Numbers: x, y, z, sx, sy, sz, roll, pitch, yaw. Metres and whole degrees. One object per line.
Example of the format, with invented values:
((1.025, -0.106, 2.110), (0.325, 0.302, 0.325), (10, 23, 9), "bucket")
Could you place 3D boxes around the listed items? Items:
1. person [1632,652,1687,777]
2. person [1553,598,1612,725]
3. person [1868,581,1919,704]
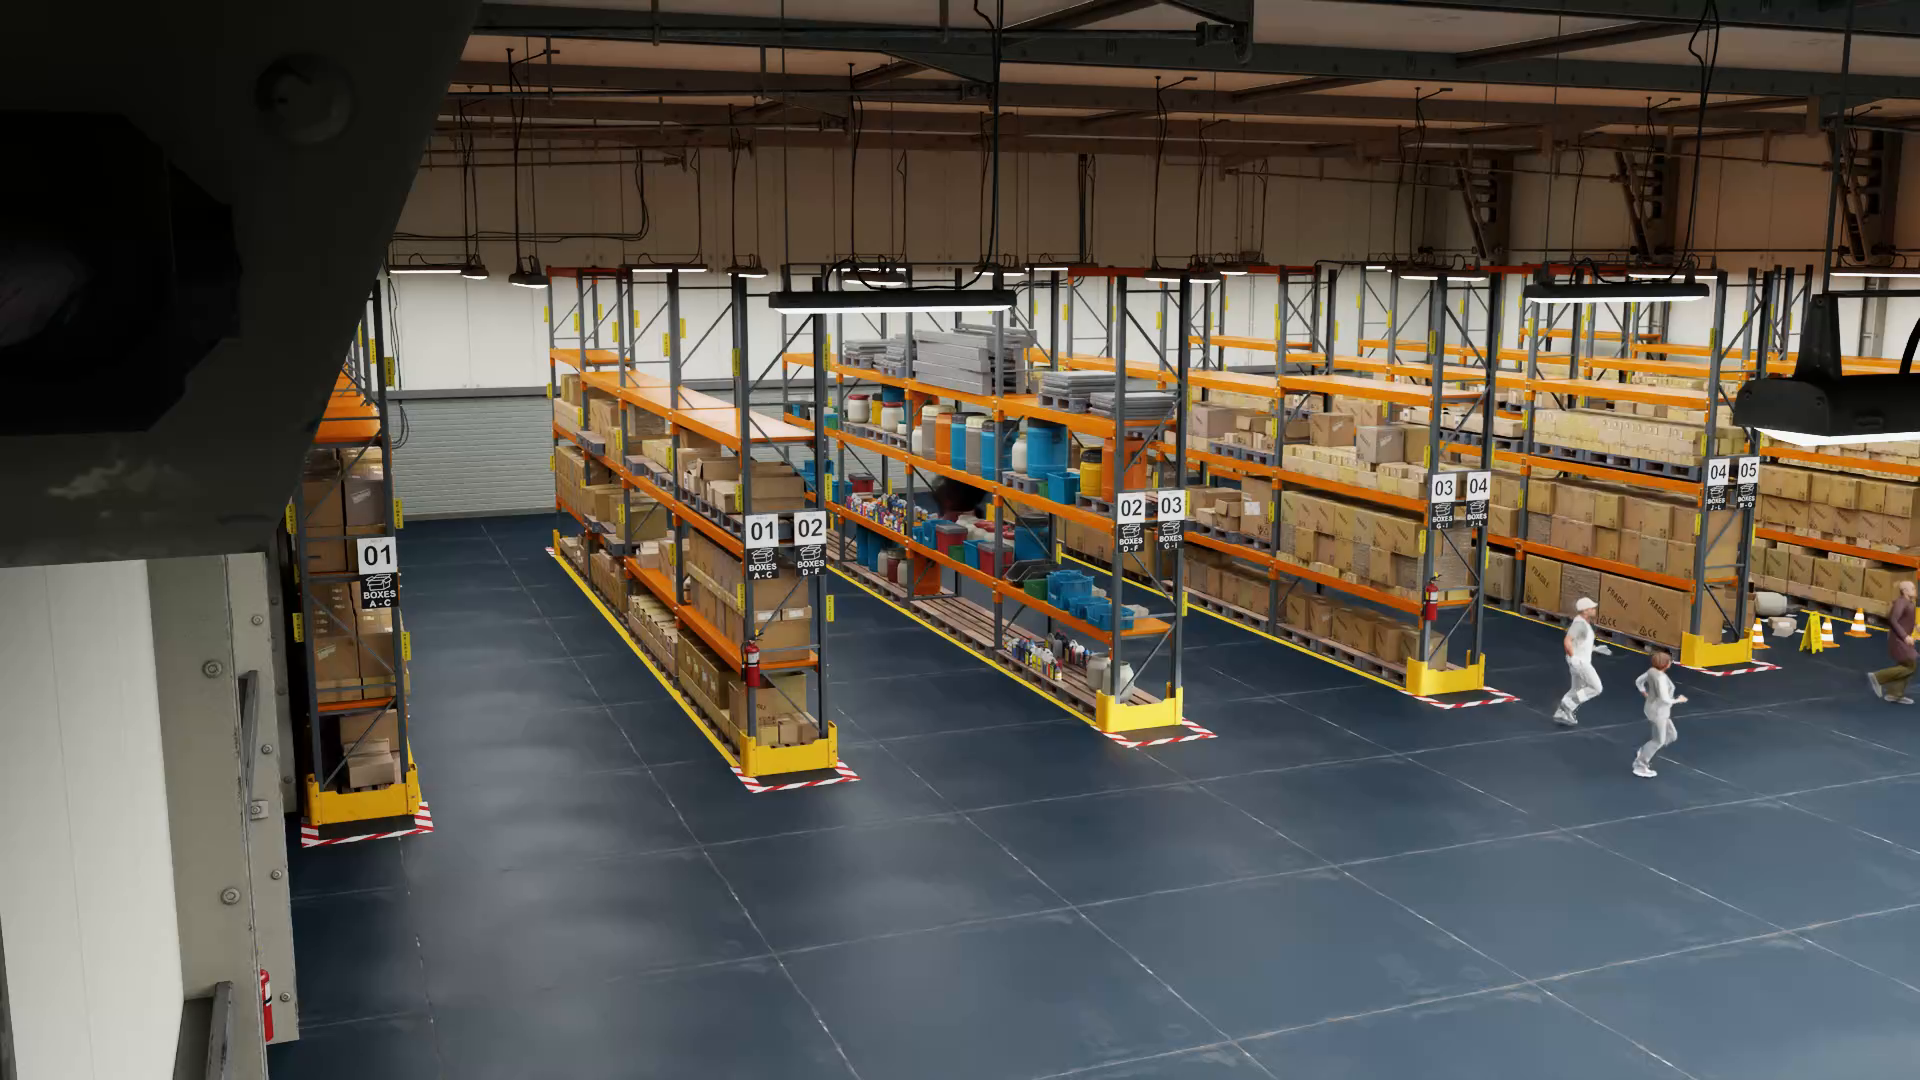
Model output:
((8.459, 2.103, 20.060), (0.562, 1.560, 0.535), (2, 10, 12), "person")
((8.340, 1.633, 22.217), (0.677, 1.738, 0.660), (4, 11, 19), "person")
((13.245, 1.431, 23.465), (0.685, 1.750, 0.704), (5, 11, 27), "person")
